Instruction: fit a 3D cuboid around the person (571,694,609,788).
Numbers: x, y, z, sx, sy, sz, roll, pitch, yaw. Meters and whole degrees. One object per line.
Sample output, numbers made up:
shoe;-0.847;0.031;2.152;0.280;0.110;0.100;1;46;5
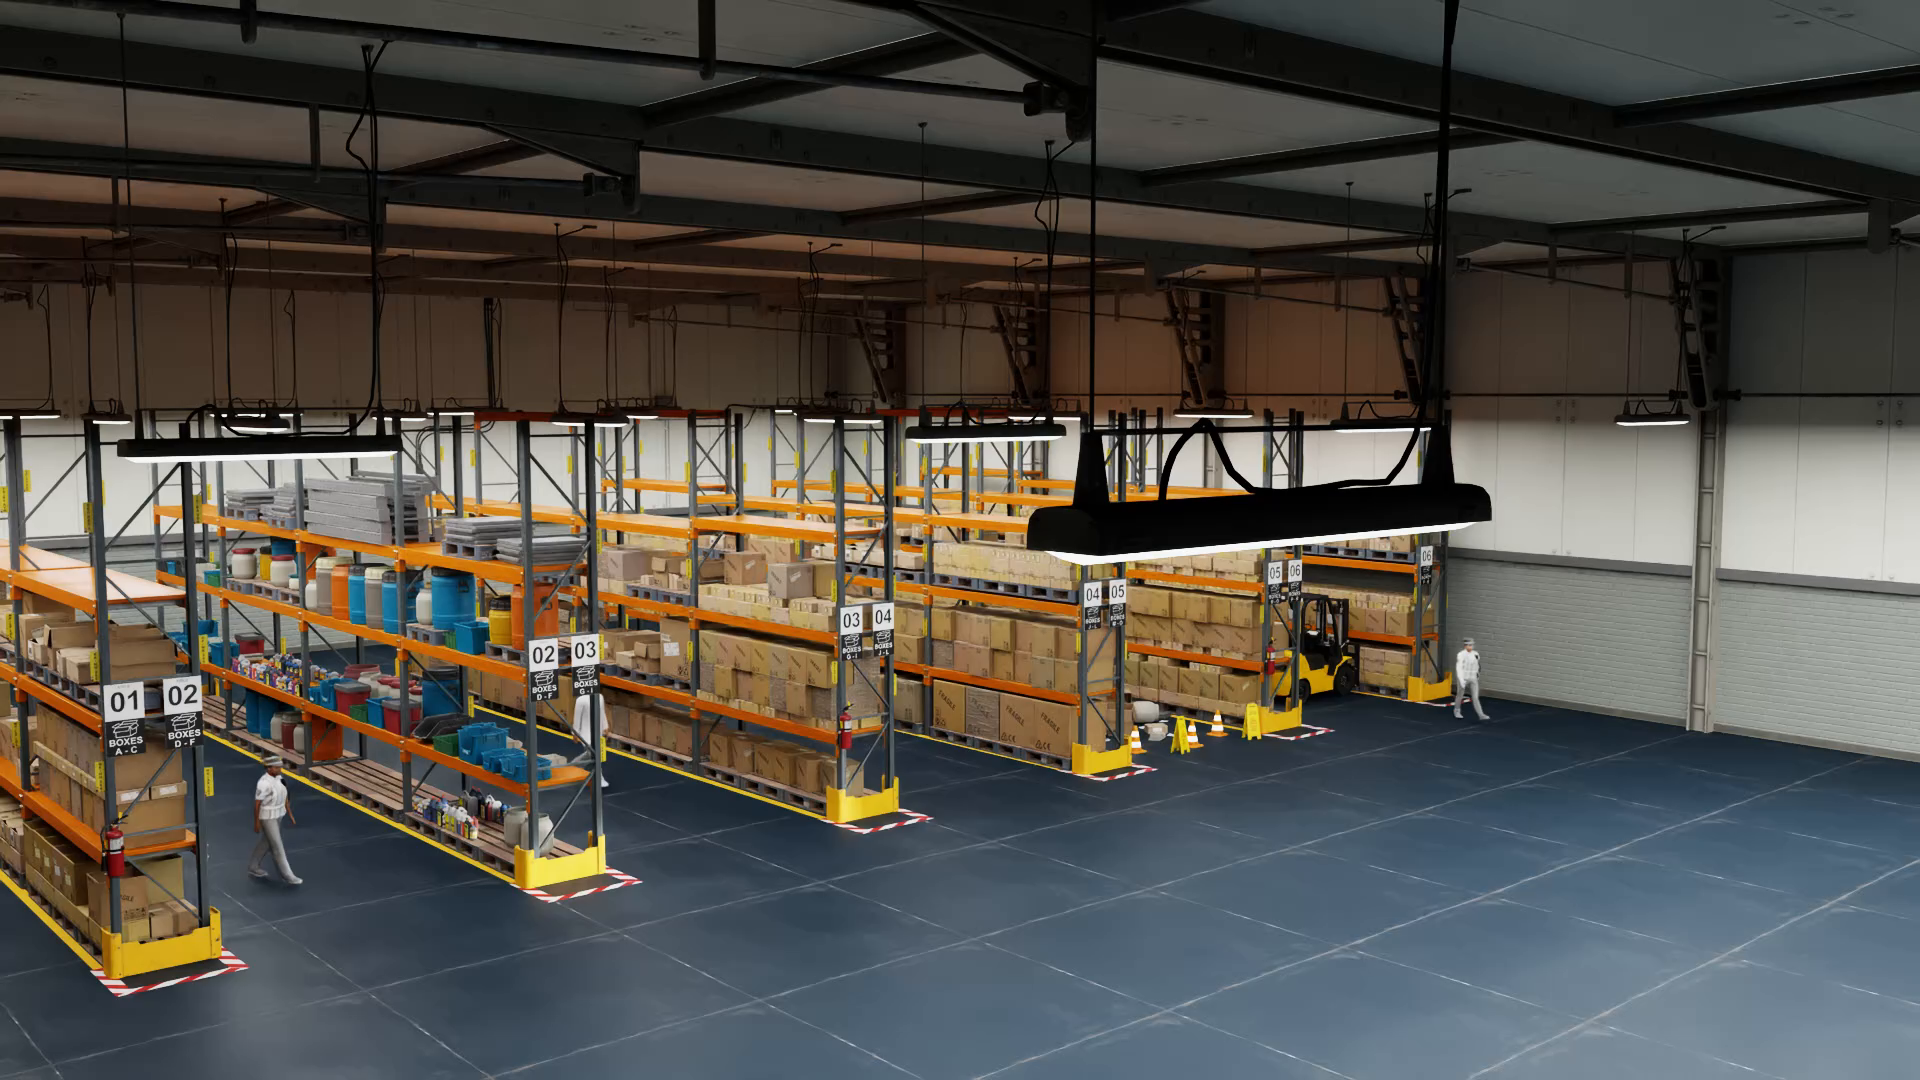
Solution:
person;-6.007;3.099;27.003;1.123;1.720;0.607;3;6;31

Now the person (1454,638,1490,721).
person;9.829;2.691;32.055;0.514;1.616;1.048;0;5;-4

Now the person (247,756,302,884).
person;-8.890;3.601;21.577;0.946;1.621;0.492;1;5;10
